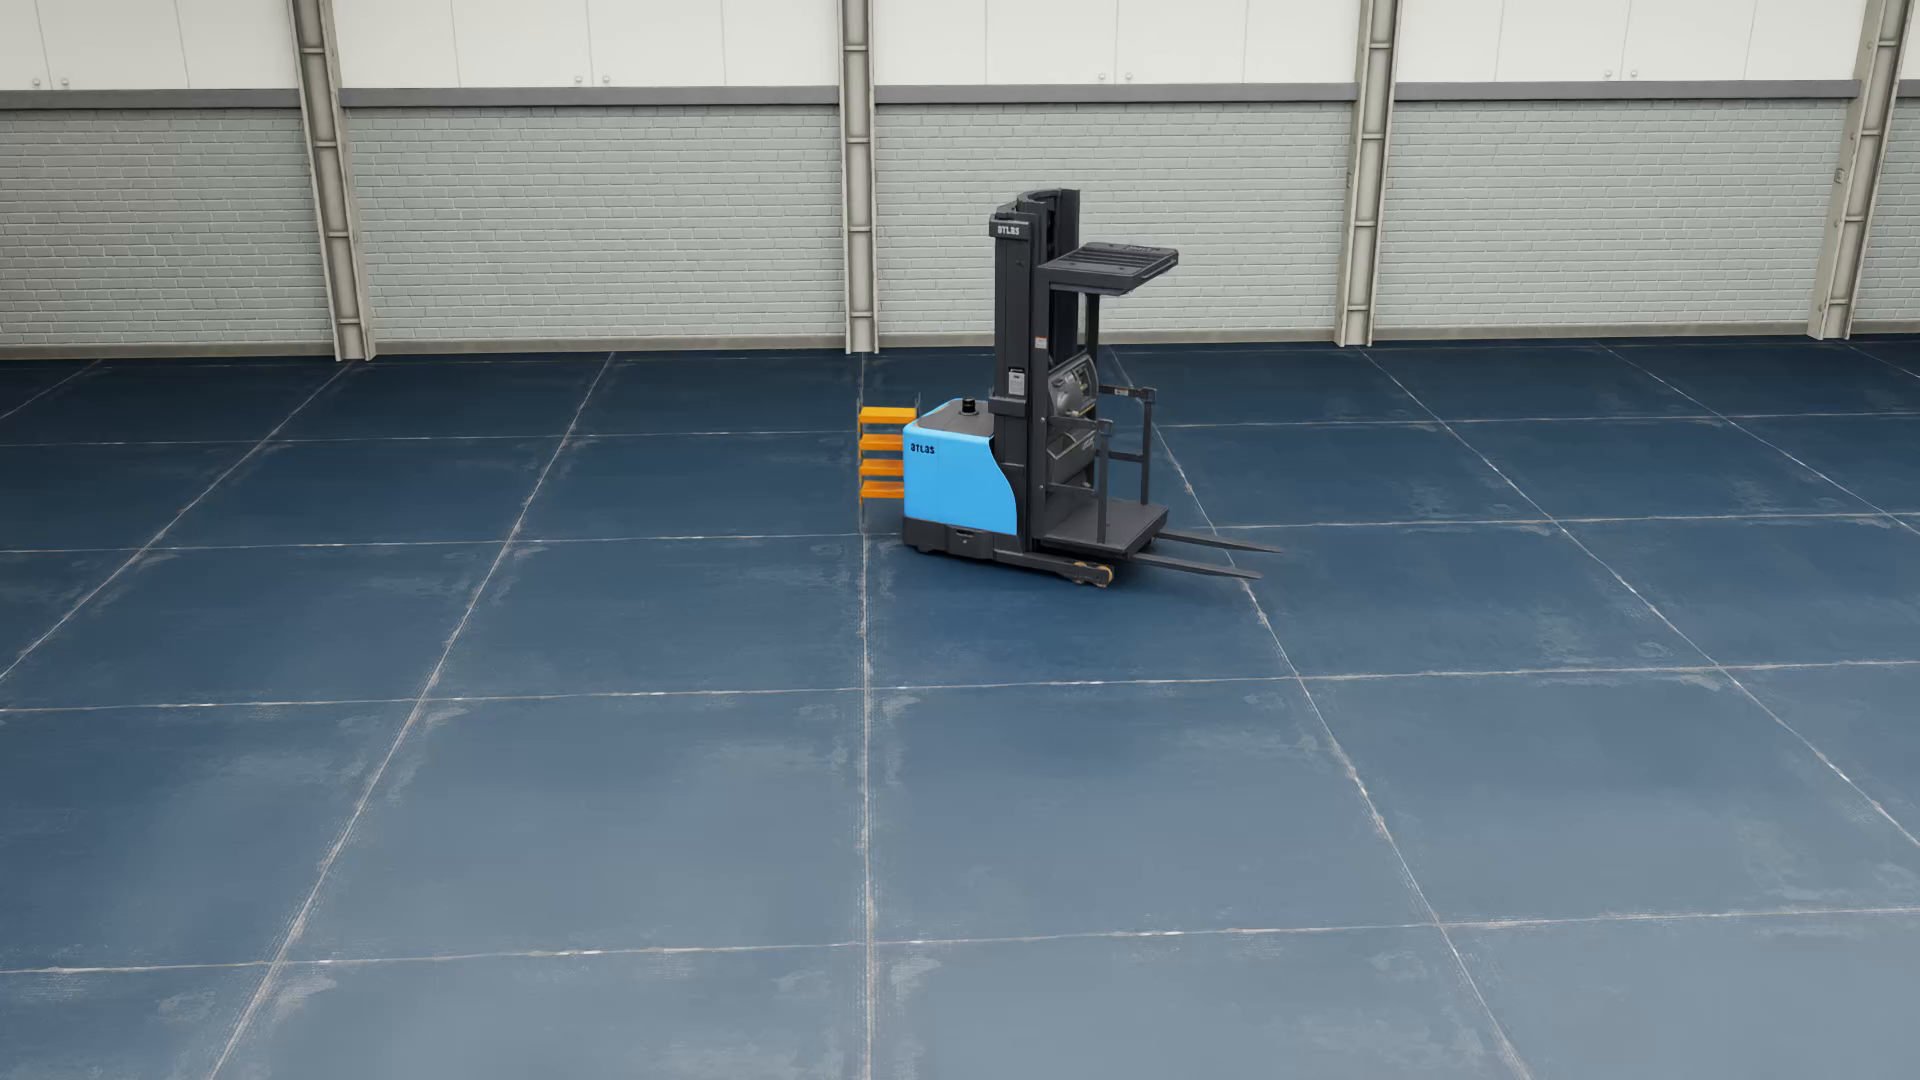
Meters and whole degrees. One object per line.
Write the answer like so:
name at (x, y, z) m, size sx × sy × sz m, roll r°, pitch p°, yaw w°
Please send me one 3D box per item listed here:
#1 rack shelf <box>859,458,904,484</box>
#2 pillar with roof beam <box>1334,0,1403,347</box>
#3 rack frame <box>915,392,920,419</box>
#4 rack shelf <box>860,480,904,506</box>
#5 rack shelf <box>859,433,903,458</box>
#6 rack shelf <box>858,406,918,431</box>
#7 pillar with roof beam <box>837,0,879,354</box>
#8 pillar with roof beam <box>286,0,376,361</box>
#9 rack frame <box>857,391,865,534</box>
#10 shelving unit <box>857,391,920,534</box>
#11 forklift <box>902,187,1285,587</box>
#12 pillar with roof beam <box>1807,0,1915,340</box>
rack shelf at (-0.596, -0.583, 14.086) m, size 0.480 × 0.148 × 0.258 m, roll 1°, pitch 21°, yaw 4°
pillar with roof beam at (5.057, -5.090, 14.775) m, size 0.400 × 9.000 × 9.100 m, roll -1°, pitch 21°, yaw -3°
rack frame at (-0.353, -0.640, 14.046) m, size 0.015 × 1.200 × 0.240 m, roll 1°, pitch 21°, yaw 4°
rack shelf at (-0.596, -0.397, 14.157) m, size 0.480 × 0.148 × 0.258 m, roll 1°, pitch 21°, yaw 4°
rack shelf at (-0.596, -0.792, 14.007) m, size 0.480 × 0.148 × 0.258 m, roll 1°, pitch 21°, yaw 4°
rack shelf at (-0.596, -1.013, 13.922) m, size 0.480 × 0.148 × 0.258 m, roll 1°, pitch 21°, yaw 4°
pillar with roof beam at (-0.933, -4.968, 14.455) m, size 0.400 × 9.000 × 9.100 m, roll -1°, pitch 21°, yaw -3°
pillar with roof beam at (-6.923, -4.847, 14.135) m, size 0.400 × 9.000 × 9.100 m, roll -1°, pitch 21°, yaw -3°
rack frame at (-0.839, -0.652, 14.078) m, size 0.015 × 1.200 × 0.240 m, roll 1°, pitch 21°, yaw 4°
shelving unit at (-0.596, -0.646, 14.062) m, size 0.503 × 1.200 × 0.258 m, roll 1°, pitch 21°, yaw 4°
forklift at (1.079, -1.213, 13.119) m, size 3.031 × 2.935 × 1.130 m, roll 10°, pitch 23°, yaw 24°
pillar with roof beam at (11.047, -5.212, 15.095) m, size 0.400 × 9.000 × 9.100 m, roll -1°, pitch 21°, yaw -3°
